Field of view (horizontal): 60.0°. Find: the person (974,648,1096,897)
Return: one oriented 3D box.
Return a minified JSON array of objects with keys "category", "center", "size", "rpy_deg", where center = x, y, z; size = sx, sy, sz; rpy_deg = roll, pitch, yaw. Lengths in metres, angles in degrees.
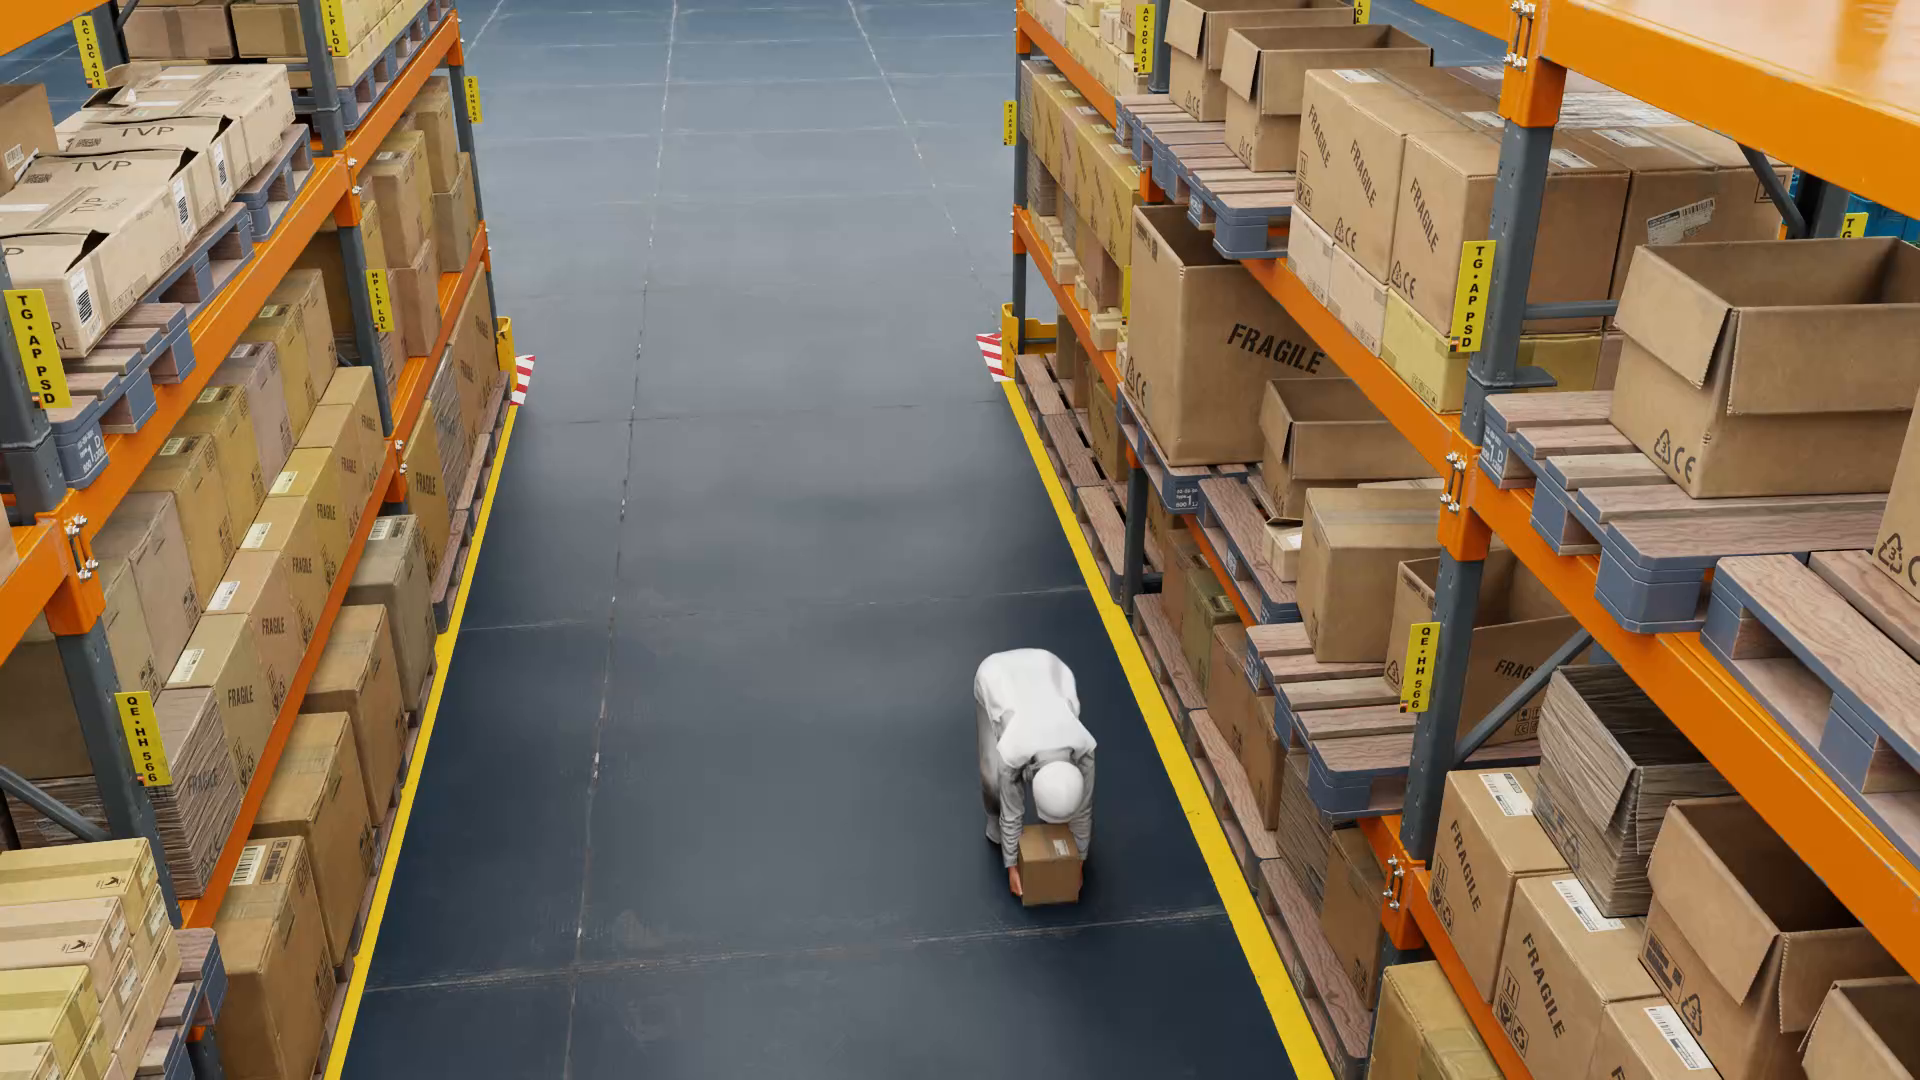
[{"category":"person","center":[0.355,1.038,7.510],"size":[0.520,0.916,1.001],"rpy_deg":[-5,27,-9]}]
